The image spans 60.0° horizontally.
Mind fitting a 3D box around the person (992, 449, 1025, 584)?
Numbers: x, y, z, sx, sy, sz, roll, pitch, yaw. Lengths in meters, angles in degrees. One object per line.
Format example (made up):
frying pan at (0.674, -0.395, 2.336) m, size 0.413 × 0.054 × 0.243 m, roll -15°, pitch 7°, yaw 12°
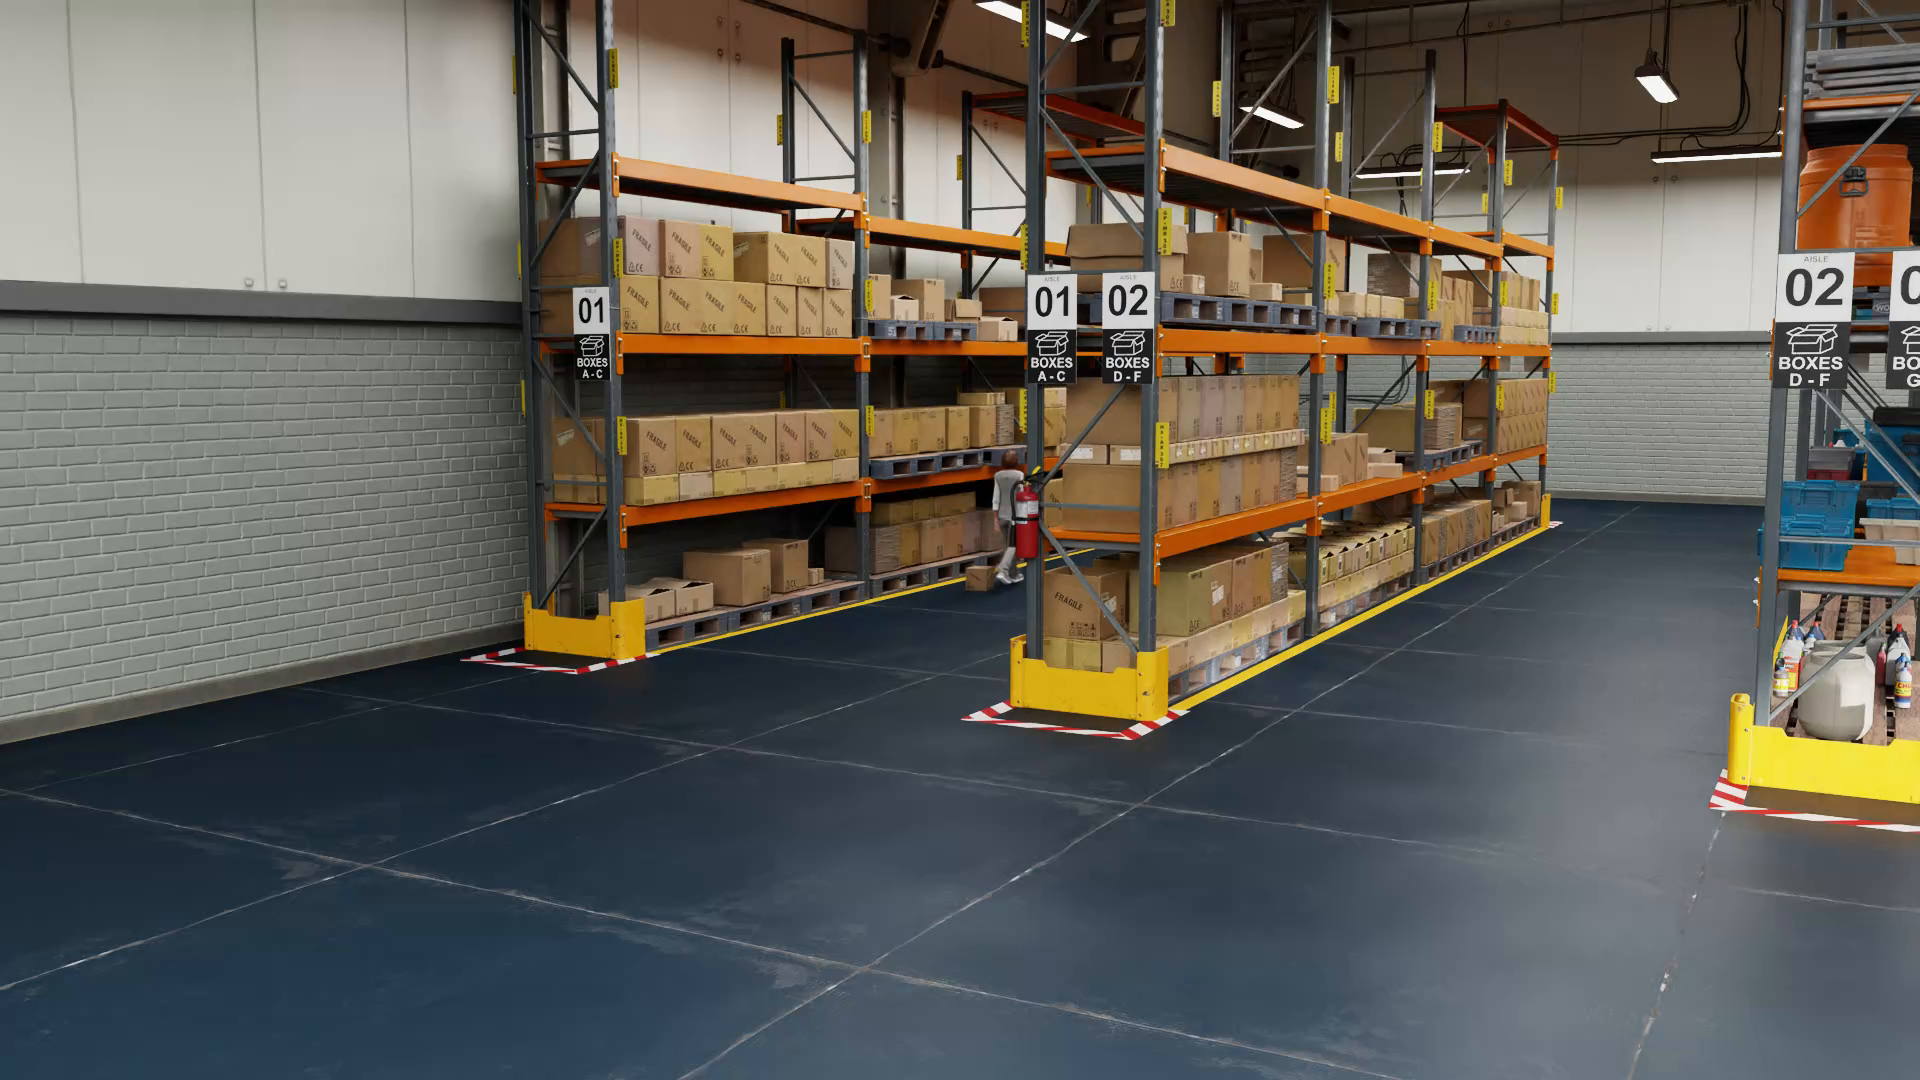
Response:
person at (0.589, -0.257, 18.888) m, size 0.409 × 1.545 × 0.922 m, roll 3°, pitch 7°, yaw 27°
